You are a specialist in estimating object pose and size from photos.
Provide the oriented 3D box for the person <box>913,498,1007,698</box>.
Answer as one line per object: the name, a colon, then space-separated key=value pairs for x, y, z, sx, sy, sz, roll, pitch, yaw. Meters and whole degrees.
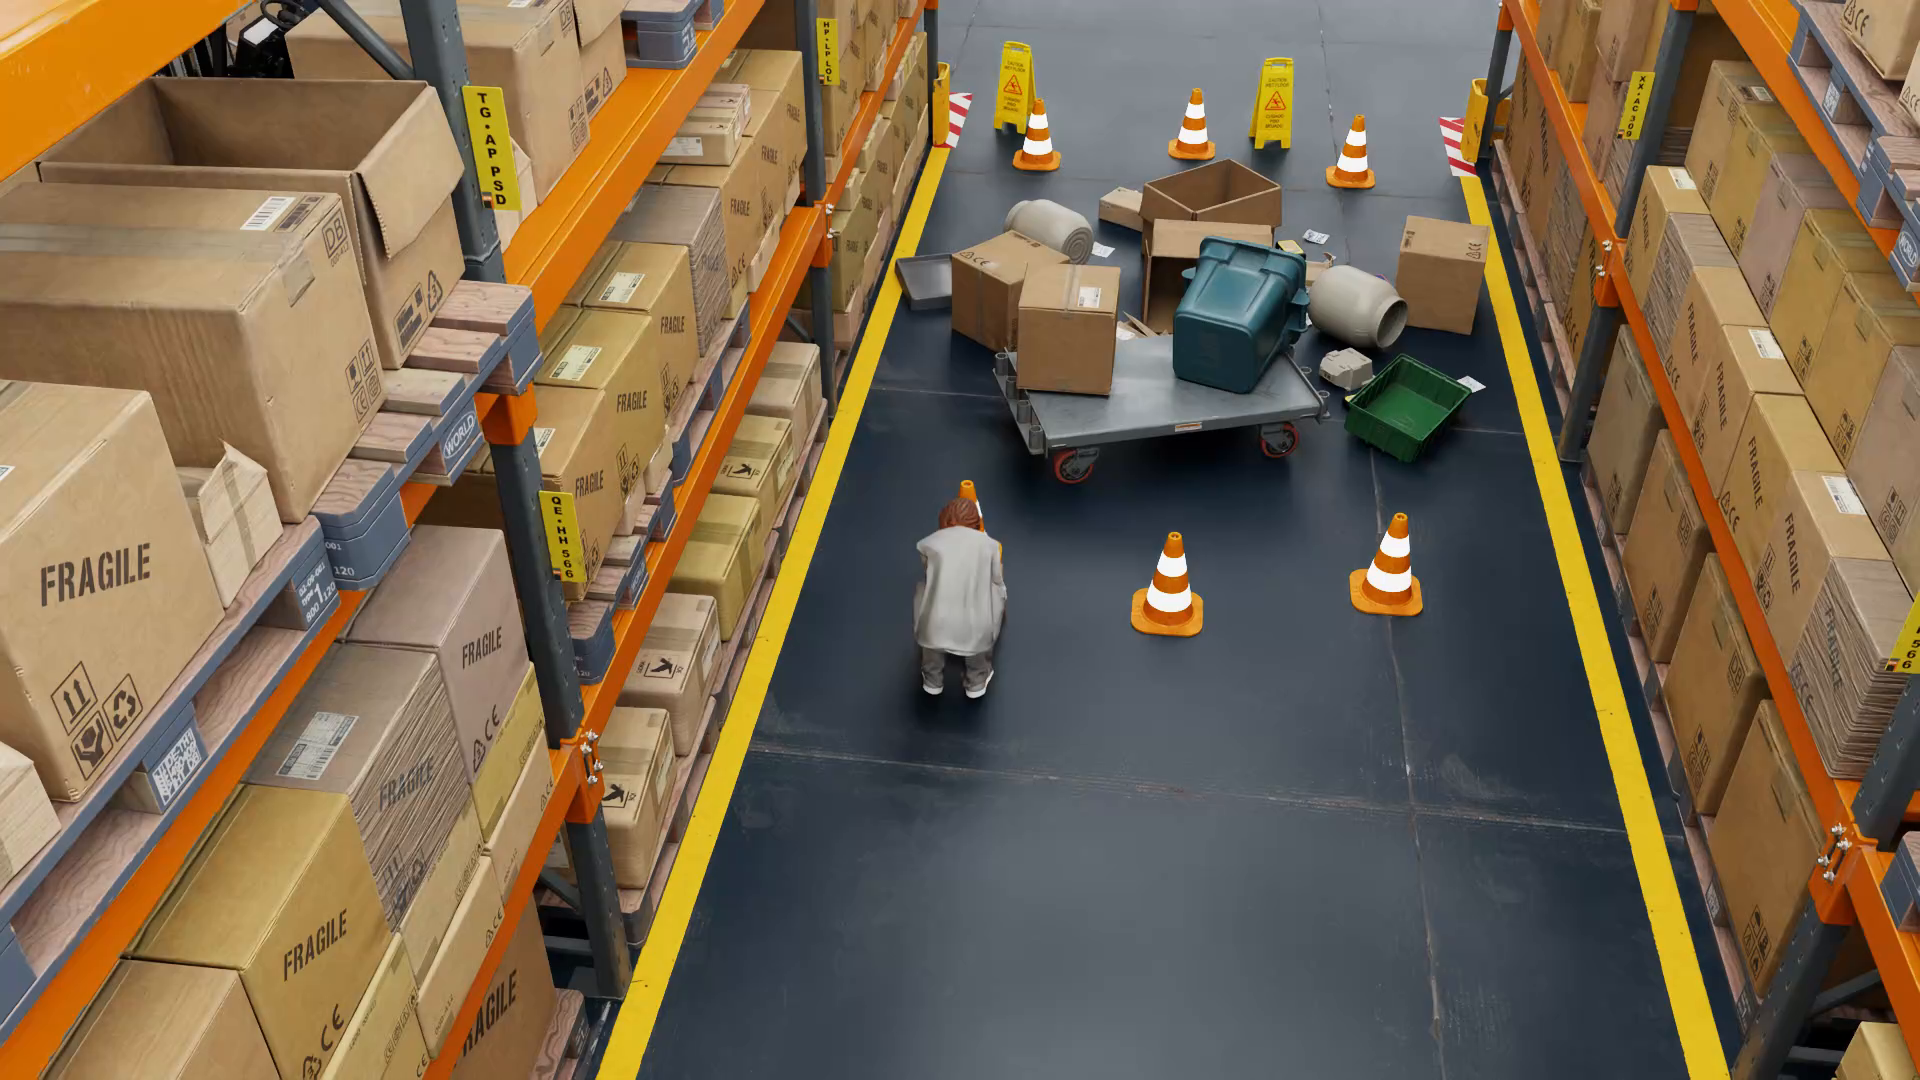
person: x=-0.004 y=0.306 z=7.425 sx=0.413 sy=0.707 sz=0.856 roll=4 pitch=37 yaw=5
